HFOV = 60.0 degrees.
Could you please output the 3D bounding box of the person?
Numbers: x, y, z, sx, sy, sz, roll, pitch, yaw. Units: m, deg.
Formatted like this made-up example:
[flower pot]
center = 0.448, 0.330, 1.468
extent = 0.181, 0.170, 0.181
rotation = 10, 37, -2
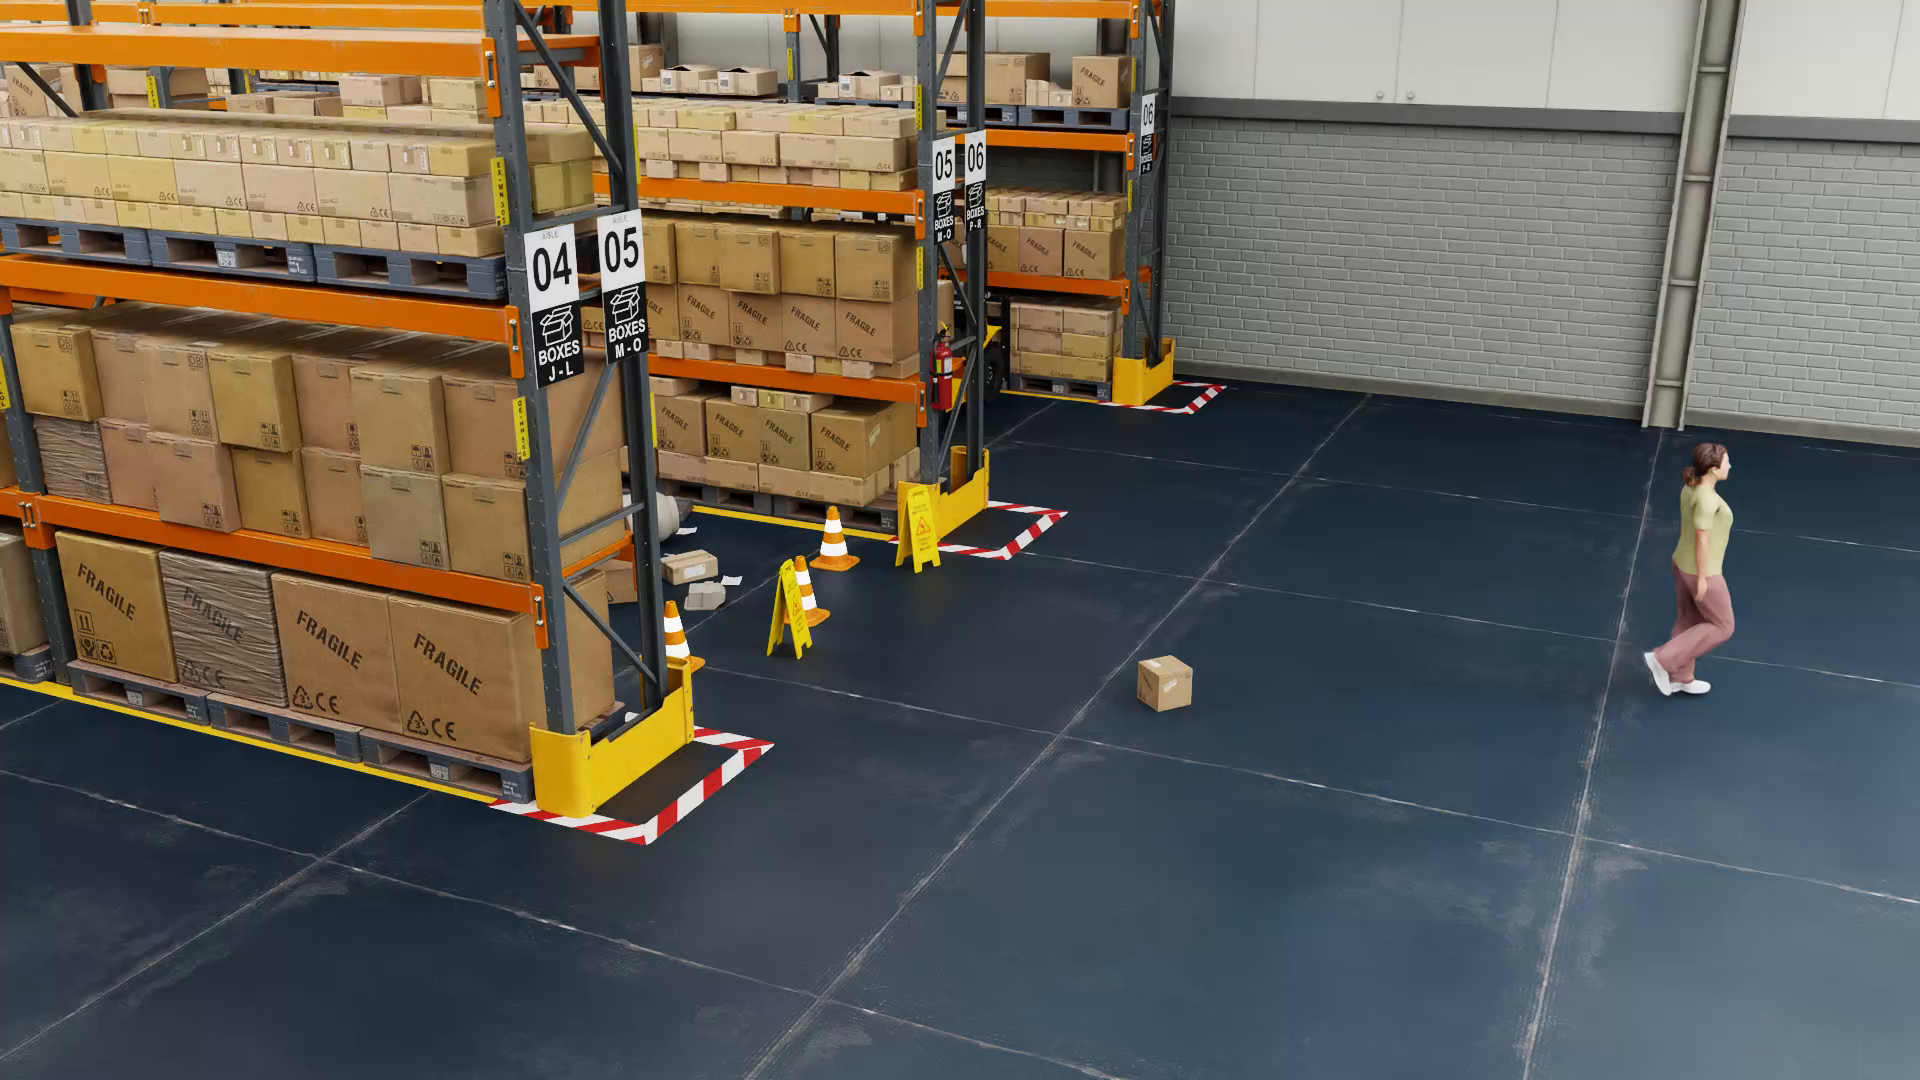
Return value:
[person]
center = 4.602, 0.194, 10.441
extent = 0.494, 1.666, 0.448
rotation = 1, 19, 4
